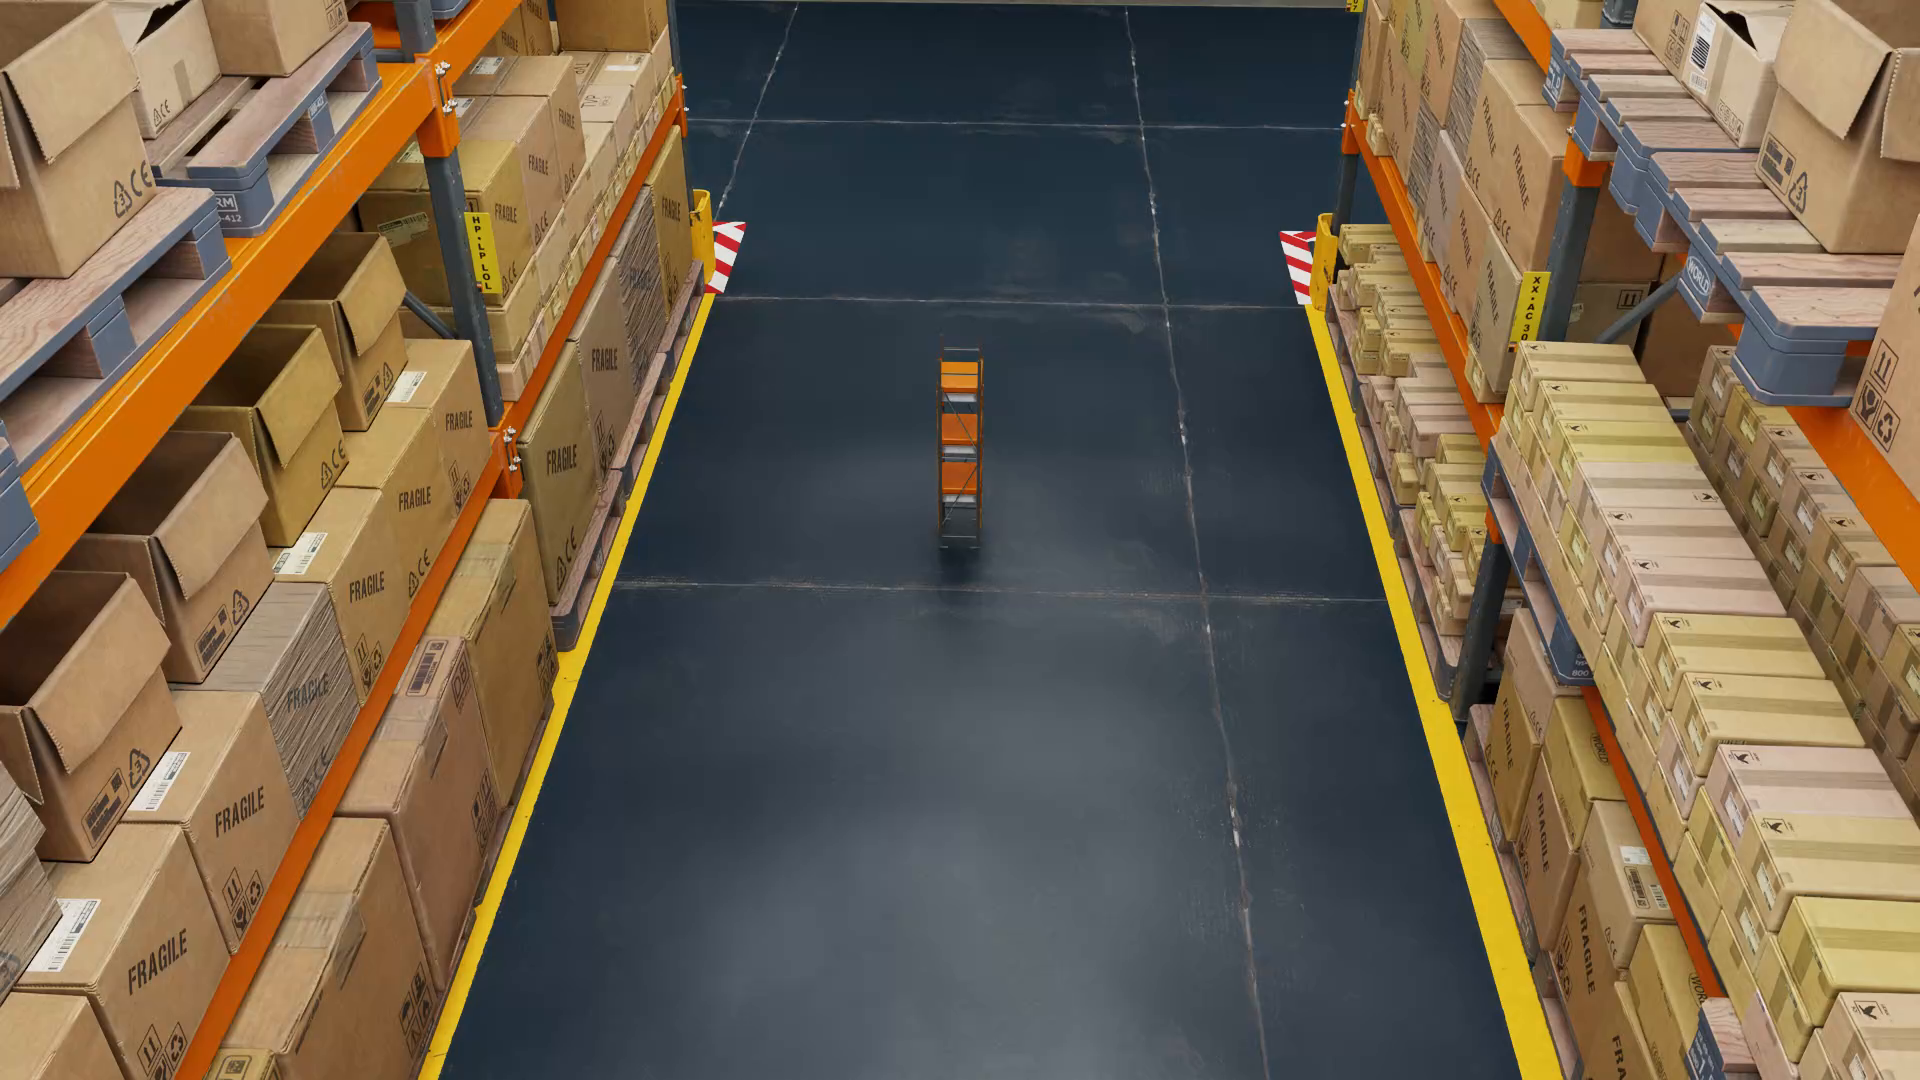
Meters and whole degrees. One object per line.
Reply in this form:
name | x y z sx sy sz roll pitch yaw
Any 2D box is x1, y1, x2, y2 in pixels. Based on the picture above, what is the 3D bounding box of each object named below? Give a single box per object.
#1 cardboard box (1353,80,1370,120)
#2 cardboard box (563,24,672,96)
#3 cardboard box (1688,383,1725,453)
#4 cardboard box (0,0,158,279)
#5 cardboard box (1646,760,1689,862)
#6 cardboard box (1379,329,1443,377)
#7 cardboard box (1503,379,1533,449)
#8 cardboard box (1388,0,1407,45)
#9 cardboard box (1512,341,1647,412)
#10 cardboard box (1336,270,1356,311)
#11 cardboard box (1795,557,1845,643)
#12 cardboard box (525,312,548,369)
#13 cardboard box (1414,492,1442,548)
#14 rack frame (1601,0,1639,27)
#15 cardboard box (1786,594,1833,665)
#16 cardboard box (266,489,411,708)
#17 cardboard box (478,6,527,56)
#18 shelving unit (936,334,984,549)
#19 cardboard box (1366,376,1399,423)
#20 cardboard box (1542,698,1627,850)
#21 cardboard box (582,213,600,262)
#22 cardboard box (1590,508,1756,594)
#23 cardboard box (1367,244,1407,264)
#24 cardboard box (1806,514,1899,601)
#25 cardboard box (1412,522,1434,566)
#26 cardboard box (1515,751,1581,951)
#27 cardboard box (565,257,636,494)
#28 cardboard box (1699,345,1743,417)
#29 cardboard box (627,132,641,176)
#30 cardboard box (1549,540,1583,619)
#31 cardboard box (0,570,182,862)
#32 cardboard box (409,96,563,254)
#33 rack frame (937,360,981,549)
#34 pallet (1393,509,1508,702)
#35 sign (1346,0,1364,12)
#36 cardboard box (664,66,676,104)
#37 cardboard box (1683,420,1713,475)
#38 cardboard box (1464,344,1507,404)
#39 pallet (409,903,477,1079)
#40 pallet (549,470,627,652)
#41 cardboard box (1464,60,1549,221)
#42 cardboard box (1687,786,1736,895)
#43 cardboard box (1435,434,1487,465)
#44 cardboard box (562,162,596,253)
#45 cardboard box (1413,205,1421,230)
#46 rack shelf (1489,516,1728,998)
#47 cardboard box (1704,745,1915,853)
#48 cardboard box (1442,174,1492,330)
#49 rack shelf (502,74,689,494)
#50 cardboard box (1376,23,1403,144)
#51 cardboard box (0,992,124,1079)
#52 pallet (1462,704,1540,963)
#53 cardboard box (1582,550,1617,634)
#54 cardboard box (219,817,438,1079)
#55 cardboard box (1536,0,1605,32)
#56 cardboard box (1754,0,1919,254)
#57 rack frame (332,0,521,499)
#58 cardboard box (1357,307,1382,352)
cardboard box | 2.442 -2.483 9.393 0.380 0.149 0.250 1 35 2
cardboard box | -1.924 -2.713 9.373 0.500 0.250 0.500 1 35 1
cardboard box | 2.803 -0.424 5.839 0.380 0.149 0.250 2 35 3
cardboard box | -2.430 -0.956 3.938 0.797 0.503 0.637 1 35 1
cardboard box | 2.078 0.732 4.453 0.380 0.149 0.250 2 35 3
cardboard box | 2.389 -0.964 8.609 0.380 0.149 0.250 2 35 3
cardboard box | 2.146 -0.441 5.864 0.380 0.149 0.250 2 35 3
cardboard box | 2.485 -2.794 8.402 0.500 0.500 0.500 2 35 3
cardboard box | 2.146 -0.563 5.778 0.380 0.149 0.250 3 35 4
cardboard box | 2.441 -1.476 9.856 0.380 0.149 0.250 2 35 3
cardboard box | 2.762 0.177 4.985 0.380 0.149 0.250 0 35 -1
cardboard box | -1.976 -0.849 7.068 0.380 0.149 0.250 0 35 0
cardboard box | 2.308 -0.092 7.628 0.380 0.149 0.250 0 35 0
rack frame | 2.622 -2.921 4.580 1.000 3.000 0.127 1 35 2
cardboard box | 2.766 0.294 5.077 0.380 0.149 0.250 0 35 0
cardboard box | -2.117 0.180 5.299 0.500 0.500 0.500 1 35 1
cardboard box | -2.494 -2.450 8.347 0.500 0.500 0.500 0 35 1
shelving unit | 0.002 -0.460 7.992 0.215 1.050 0.252 1 35 2
cardboard box | 2.378 -0.747 8.818 0.380 0.149 0.250 0 35 0
cardboard box | 2.309 0.802 5.657 0.500 0.250 0.500 2 35 3
cardboard box | -1.935 -1.443 7.913 0.380 0.149 0.250 2 35 2
cardboard box | 2.106 0.035 4.928 0.380 0.149 0.250 1 35 1
cardboard box | 2.531 -1.559 9.456 0.380 0.149 0.250 2 35 3
cardboard box | 2.754 0.051 4.905 0.380 0.149 0.250 0 35 0
cardboard box | 2.337 -0.006 7.764 0.380 0.149 0.250 0 35 0
cardboard box | 2.307 1.107 5.875 0.500 0.500 0.500 3 35 4
cardboard box | -2.188 -0.836 8.313 0.875 0.875 0.875 1 35 2
cardboard box | 2.800 -0.544 5.751 0.380 0.149 0.250 3 35 4
cardboard box | -1.895 -2.035 8.756 0.380 0.149 0.250 1 35 1
cardboard box | 2.116 0.127 5.313 0.380 0.149 0.250 2 35 2
cardboard box | -2.417 0.414 4.093 0.797 0.503 0.637 2 35 3
cardboard box | -2.028 -1.558 7.078 0.500 0.500 0.500 1 35 2
rack frame | -0.003 -0.390 7.892 0.200 1.050 0.008 1 35 2
pallet | 2.613 0.288 7.657 1.003 0.211 1.213 1 35 2
sign | 2.240 -3.131 9.344 0.100 0.325 0.005 1 35 2
cardboard box | -1.855 -2.622 9.591 0.380 0.149 0.250 2 35 3
cardboard box | 2.803 -0.303 5.925 0.380 0.149 0.250 1 35 1
cardboard box | 2.301 -0.684 6.833 0.380 0.149 0.250 0 35 1
pallet | -2.332 1.650 5.719 1.003 0.211 1.213 1 35 2
pallet | -2.222 0.067 7.971 1.003 0.211 1.213 1 35 2
cardboard box | 2.386 -1.612 6.719 0.500 0.500 0.500 0 35 0
cardboard box | 2.066 0.755 4.161 0.380 0.149 0.250 1 35 2
cardboard box | 2.438 -0.364 7.756 0.380 0.149 0.250 2 35 3
cardboard box | -2.010 -1.547 7.714 0.500 0.250 0.500 2 35 3
cardboard box | 2.430 -1.586 8.116 0.380 0.149 0.250 3 35 4
rack shelf | 2.541 0.977 4.877 1.077 0.370 4.000 1 35 2
cardboard box | 2.068 0.640 4.066 0.380 0.149 0.250 1 35 2
cardboard box | 2.381 -1.212 7.020 0.500 0.500 0.500 0 35 1
rack shelf | -2.250 -1.494 8.392 1.077 0.370 4.000 1 35 2
cardboard box | 2.492 -2.368 8.664 0.500 0.500 0.500 1 35 2
cardboard box | -2.200 1.345 3.640 0.500 0.500 0.500 2 35 3
pallet | 2.592 1.122 6.470 1.003 0.211 1.213 1 35 2
cardboard box | 2.109 0.160 5.008 0.380 0.149 0.250 3 35 4
cardboard box | -2.399 1.449 5.063 1.225 0.875 0.875 1 35 2
cardboard box | 2.371 -1.921 5.896 0.500 0.250 0.500 2 35 3
cardboard box | 2.428 -1.023 4.034 0.797 0.503 0.637 1 35 1
rack frame | -2.330 -0.639 6.551 1.000 3.000 0.127 1 35 2
cardboard box | 2.397 -1.153 9.137 0.380 0.149 0.250 2 35 3
